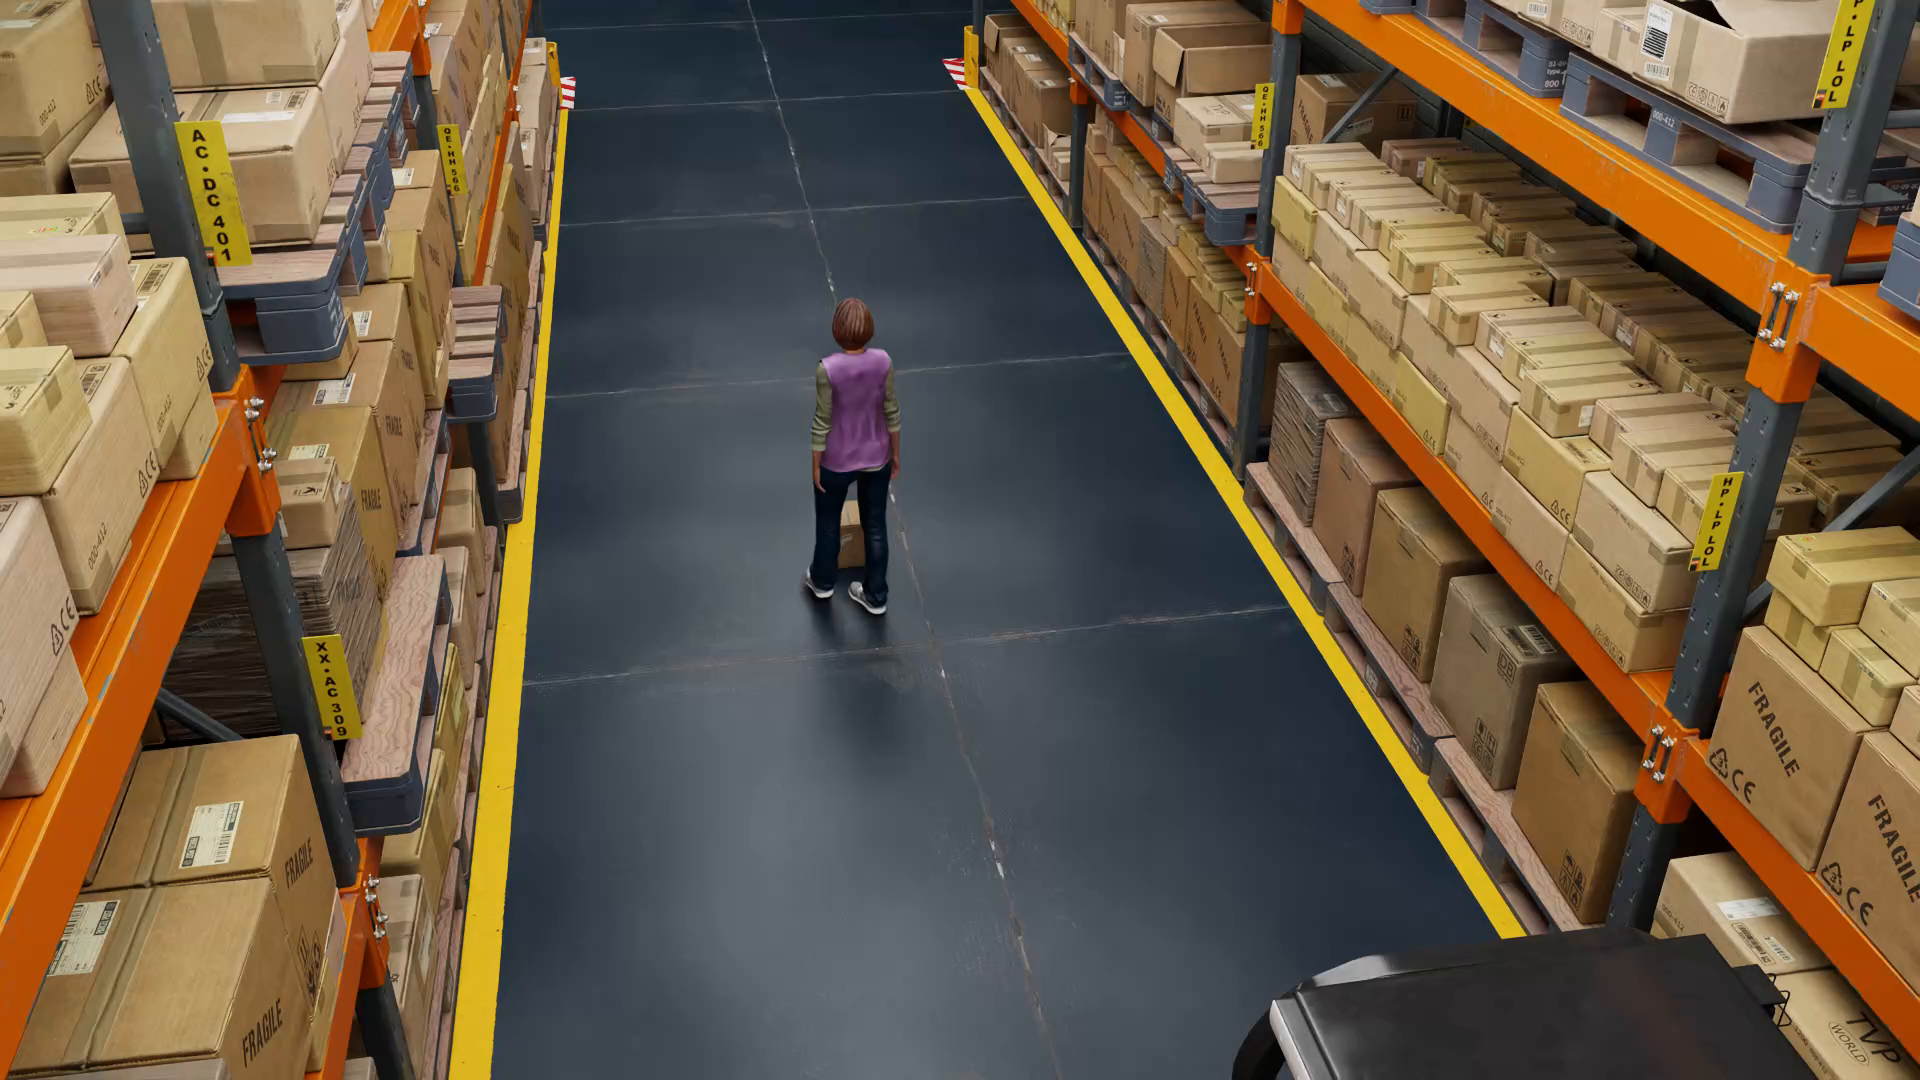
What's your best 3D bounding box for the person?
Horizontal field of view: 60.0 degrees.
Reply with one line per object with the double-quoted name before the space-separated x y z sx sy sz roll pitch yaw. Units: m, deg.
"person" -0.519 -0.409 7.811 0.433 1.581 0.517 -11 33 -18
